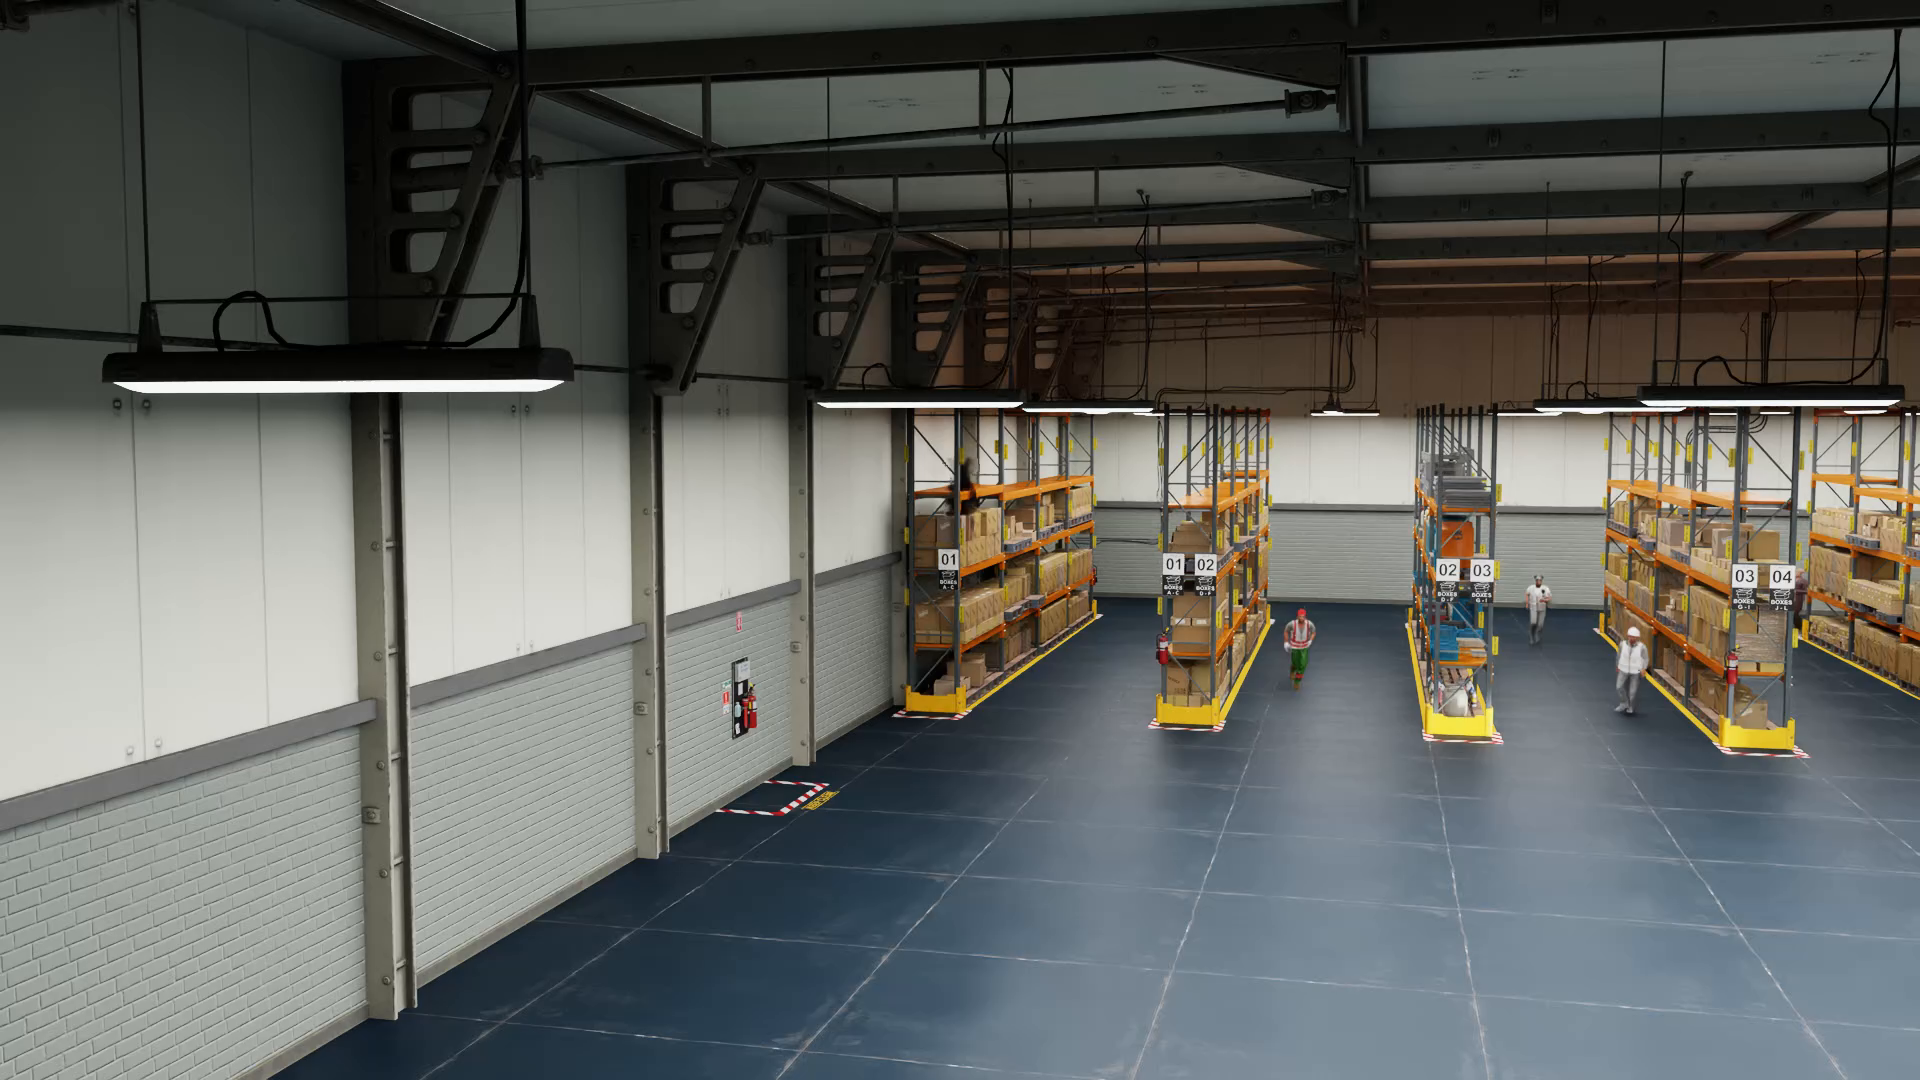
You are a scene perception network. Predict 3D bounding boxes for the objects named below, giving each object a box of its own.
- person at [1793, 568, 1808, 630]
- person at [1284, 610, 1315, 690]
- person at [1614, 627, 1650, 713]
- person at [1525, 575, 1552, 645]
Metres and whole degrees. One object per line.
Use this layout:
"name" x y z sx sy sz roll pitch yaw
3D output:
"person" 22.292 1.740 44.330 0.722 1.611 0.693 -3 5 -32
"person" 7.208 2.302 35.315 0.641 1.715 0.749 0 4 -6
"person" 12.951 2.517 32.066 0.653 1.714 0.734 2 5 28
"person" 14.663 1.779 42.162 0.626 1.809 0.725 1 4 17
